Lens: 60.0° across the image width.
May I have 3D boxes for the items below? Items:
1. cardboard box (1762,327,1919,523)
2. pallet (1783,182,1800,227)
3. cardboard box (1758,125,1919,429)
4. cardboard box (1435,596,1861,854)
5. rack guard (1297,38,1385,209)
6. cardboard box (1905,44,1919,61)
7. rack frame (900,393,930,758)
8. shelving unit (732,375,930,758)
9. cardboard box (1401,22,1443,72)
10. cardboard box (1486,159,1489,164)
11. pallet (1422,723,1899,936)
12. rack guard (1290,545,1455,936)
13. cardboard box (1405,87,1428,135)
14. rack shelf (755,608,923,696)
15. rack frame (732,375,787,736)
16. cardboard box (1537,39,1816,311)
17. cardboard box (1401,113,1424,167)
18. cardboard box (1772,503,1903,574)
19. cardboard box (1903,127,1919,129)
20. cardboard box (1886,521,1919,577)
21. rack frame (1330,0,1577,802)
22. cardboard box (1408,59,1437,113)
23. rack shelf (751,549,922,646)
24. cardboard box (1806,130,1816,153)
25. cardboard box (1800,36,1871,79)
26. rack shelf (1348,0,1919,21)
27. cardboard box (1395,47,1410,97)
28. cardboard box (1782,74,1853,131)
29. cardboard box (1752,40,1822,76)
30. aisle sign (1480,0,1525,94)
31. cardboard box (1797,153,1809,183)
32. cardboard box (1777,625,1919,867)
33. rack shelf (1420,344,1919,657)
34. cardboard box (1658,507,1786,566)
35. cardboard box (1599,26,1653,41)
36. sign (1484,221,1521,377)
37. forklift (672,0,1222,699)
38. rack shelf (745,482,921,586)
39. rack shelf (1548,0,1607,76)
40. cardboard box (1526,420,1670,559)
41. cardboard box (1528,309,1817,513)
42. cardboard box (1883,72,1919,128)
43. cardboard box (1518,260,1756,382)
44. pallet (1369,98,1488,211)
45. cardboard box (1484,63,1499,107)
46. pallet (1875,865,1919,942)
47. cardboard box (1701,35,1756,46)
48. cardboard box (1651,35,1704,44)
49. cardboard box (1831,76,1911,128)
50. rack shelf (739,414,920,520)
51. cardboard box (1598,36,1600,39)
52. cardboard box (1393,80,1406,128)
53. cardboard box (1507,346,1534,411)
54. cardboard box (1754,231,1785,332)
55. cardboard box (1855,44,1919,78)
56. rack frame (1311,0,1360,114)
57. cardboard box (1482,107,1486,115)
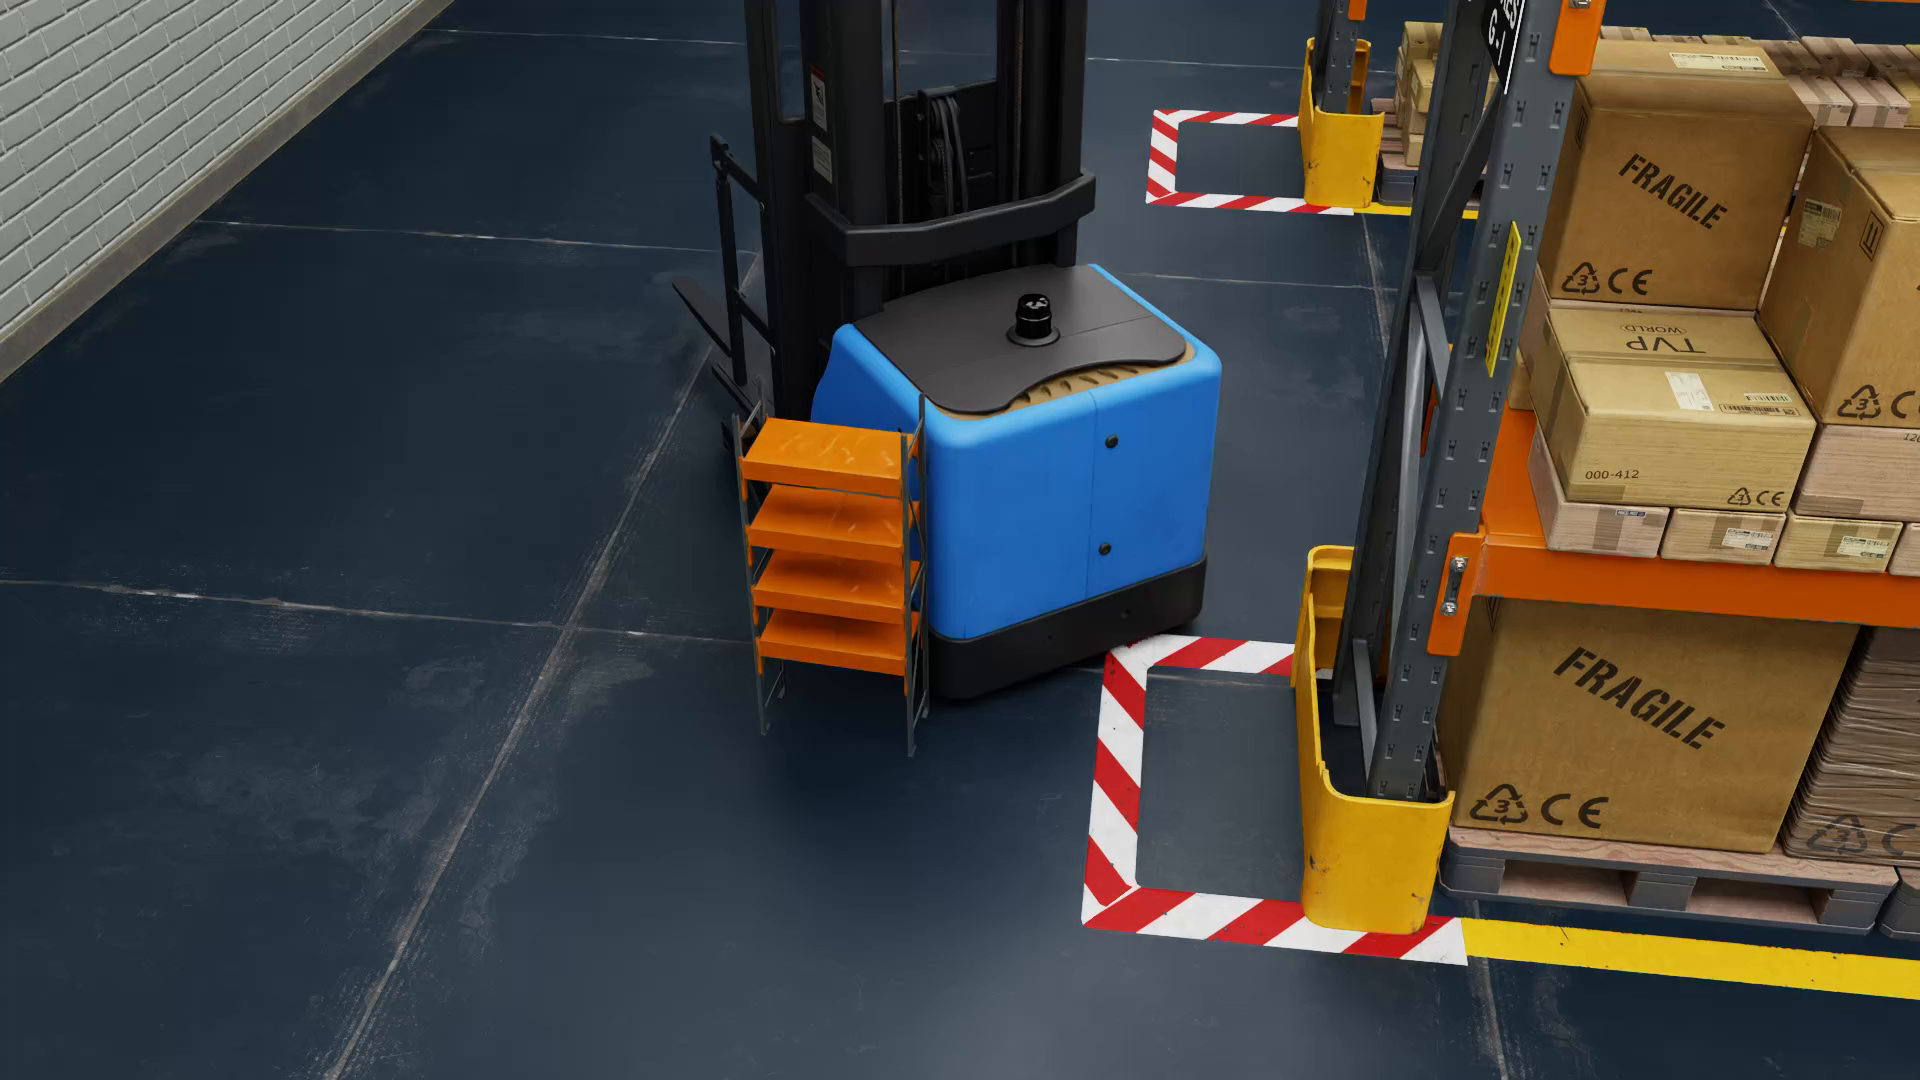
[{"bbox_3d":[2.200,-0.284,3.939,0.500,0.250,0.500,4,36,5],"label":"cardboard box"},{"bbox_3d":[4.058,-1.987,8.853,1.213,0.211,1.003,4,36,6],"label":"pallet"},{"bbox_3d":[2.180,-0.587,3.717,0.500,0.500,0.500,3,36,5],"label":"cardboard box"},{"bbox_3d":[1.887,0.246,4.791,0.875,0.875,0.875,4,36,6],"label":"cardboard box"},{"bbox_3d":[2.050,-2.277,9.010,0.348,0.500,1.175,4,36,6],"label":"rack guard"},{"bbox_3d":[5.104,-2.446,8.676,0.250,0.149,0.380,4,36,5],"label":"cardboard box"},{"bbox_3d":[-0.132,0.134,5.029,0.015,1.200,0.240,7,36,10],"label":"rack frame"},{"bbox_3d":[-0.371,0.104,5.071,0.503,1.200,0.258,7,36,10],"label":"shelving unit"},{"bbox_3d":[2.532,-2.659,8.975,0.250,0.149,0.380,5,36,7],"label":"cardboard box"},{"bbox_3d":[2.723,-2.115,8.724,0.250,0.149,0.380,4,36,6],"label":"cardboard box"},{"bbox_3d":[2.045,0.700,5.088,1.213,0.211,1.003,4,36,6],"label":"pallet"},{"bbox_3d":[1.218,0.566,5.026,0.348,0.500,1.175,4,36,6],"label":"rack guard"},{"bbox_3d":[2.461,-2.245,8.650,0.250,0.149,0.380,6,36,8],"label":"cardboard box"},{"bbox_3d":[-0.371,0.321,5.225,0.480,0.148,0.258,7,36,10],"label":"rack shelf"},{"bbox_3d":[-0.609,0.074,5.113,0.015,1.200,0.240,7,36,10],"label":"rack frame"},{"bbox_3d":[1.759,-0.930,4.199,0.500,0.500,0.500,5,36,7],"label":"cardboard box"},{"bbox_3d":[2.453,-2.087,8.685,0.250,0.149,0.380,5,36,7],"label":"cardboard box"},{"bbox_3d":[2.061,-0.094,4.016,0.250,0.149,0.380,3,36,5],"label":"cardboard box"},{"bbox_3d":[4.815,-2.073,8.409,0.250,0.149,0.380,5,36,6],"label":"cardboard box"},{"bbox_3d":[2.320,-0.075,3.990,0.250,0.149,0.380,4,36,5],"label":"cardboard box"},{"bbox_3d":[1.242,-0.450,4.298,0.127,3.000,1.000,4,36,6],"label":"rack frame"},{"bbox_3d":[2.451,-2.318,8.496,0.250,0.149,0.380,3,36,4],"label":"cardboard box"},{"bbox_3d":[-0.371,0.159,5.110,0.480,0.148,0.258,7,36,10],"label":"rack shelf"},{"bbox_3d":[4.296,-2.112,8.464,0.250,0.149,0.380,3,36,4],"label":"cardboard box"},{"bbox_3d":[4.600,-2.518,8.777,0.250,0.149,0.380,5,36,7],"label":"cardboard box"},{"bbox_3d":[3.958,-2.859,8.293,4.000,0.370,1.077,4,36,6],"label":"rack shelf"},{"bbox_3d":[2.534,-2.557,9.087,0.250,0.149,0.380,3,36,5],"label":"cardboard box"},{"bbox_3d":[4.253,-2.187,8.313,0.250,0.149,0.380,3,36,4],"label":"cardboard box"},{"bbox_3d":[4.319,-2.491,8.739,0.250,0.149,0.380,3,36,4],"label":"cardboard box"},{"bbox_3d":[1.133,-1.340,3.308,0.004,0.787,0.394,4,36,6],"label":"aisle sign"},{"bbox_3d":[4.233,-1.982,8.537,0.250,0.149,0.380,5,36,7],"label":"cardboard box"},{"bbox_3d":[2.790,0.313,4.697,0.875,0.875,0.875,4,36,6],"label":"cardboard box"},{"bbox_3d":[3.226,-0.009,4.299,4.000,0.370,1.077,4,36,6],"label":"rack shelf"},{"bbox_3d":[1.807,-0.113,4.042,0.250,0.149,0.380,4,36,5],"label":"cardboard box"},{"bbox_3d":[3.569,-2.618,8.917,0.250,0.149,0.380,6,36,8],"label":"cardboard box"},{"bbox_3d":[1.166,-0.515,3.576,0.005,0.325,0.100,4,36,6],"label":"sign"},{"bbox_3d":[-0.295,-1.514,5.848,1.130,2.935,3.031,-17,39,-23],"label":"forklift"},{"bbox_3d":[-0.371,-0.023,4.980,0.480,0.148,0.258,7,36,10],"label":"rack shelf"},{"bbox_3d":[3.226,-1.230,3.428,4.000,0.370,1.077,4,36,6],"label":"rack shelf"},{"bbox_3d":[1.552,-0.131,4.067,0.250,0.149,0.380,5,36,6],"label":"cardboard box"},{"bbox_3d":[1.684,-0.318,3.987,0.500,0.250,0.500,3,36,5],"label":"cardboard box"},{"bbox_3d":[4.802,-2.207,8.341,0.250,0.149,0.380,5,36,7],"label":"cardboard box"},{"bbox_3d":[1.757,-0.627,4.419,0.500,0.250,0.500,4,36,5],"label":"cardboard box"},{"bbox_3d":[2.851,-2.079,8.981,1.213,0.211,1.003,4,36,6],"label":"pallet"},{"bbox_3d":[2.739,-2.367,8.565,0.250,0.149,0.380,5,36,7],"label":"cardboard box"},{"bbox_3d":[3.252,0.791,4.960,1.213,0.211,1.003,4,36,6],"label":"pallet"},{"bbox_3d":[4.080,-2.532,8.796,0.250,0.149,0.380,4,36,6],"label":"cardboard box"},{"bbox_3d":[3.816,-2.535,8.800,0.250,0.149,0.380,3,36,4],"label":"cardboard box"},{"bbox_3d":[4.522,-2.174,8.295,0.250,0.149,0.380,3,36,4],"label":"cardboard box"},{"bbox_3d":[-0.371,-0.216,4.843,0.480,0.148,0.258,7,36,10],"label":"rack shelf"},{"bbox_3d":[3.295,-2.606,8.900,0.250,0.149,0.380,3,36,4],"label":"cardboard box"},{"bbox_3d":[2.523,-2.392,9.112,0.250,0.149,0.380,5,36,7],"label":"cardboard box"},{"bbox_3d":[1.637,-0.511,4.600,0.250,0.149,0.380,5,36,7],"label":"cardboard box"},{"bbox_3d":[2.260,-0.589,4.366,0.500,0.250,0.500,4,36,5],"label":"cardboard box"},{"bbox_3d":[4.842,-2.453,8.685,0.250,0.149,0.380,3,36,5],"label":"cardboard box"},{"bbox_3d":[1.974,-3.300,8.292,0.127,3.000,1.000,4,36,6],"label":"rack frame"},{"bbox_3d":[2.726,-2.192,8.576,0.250,0.149,0.380,4,36,6],"label":"cardboard box"}]
